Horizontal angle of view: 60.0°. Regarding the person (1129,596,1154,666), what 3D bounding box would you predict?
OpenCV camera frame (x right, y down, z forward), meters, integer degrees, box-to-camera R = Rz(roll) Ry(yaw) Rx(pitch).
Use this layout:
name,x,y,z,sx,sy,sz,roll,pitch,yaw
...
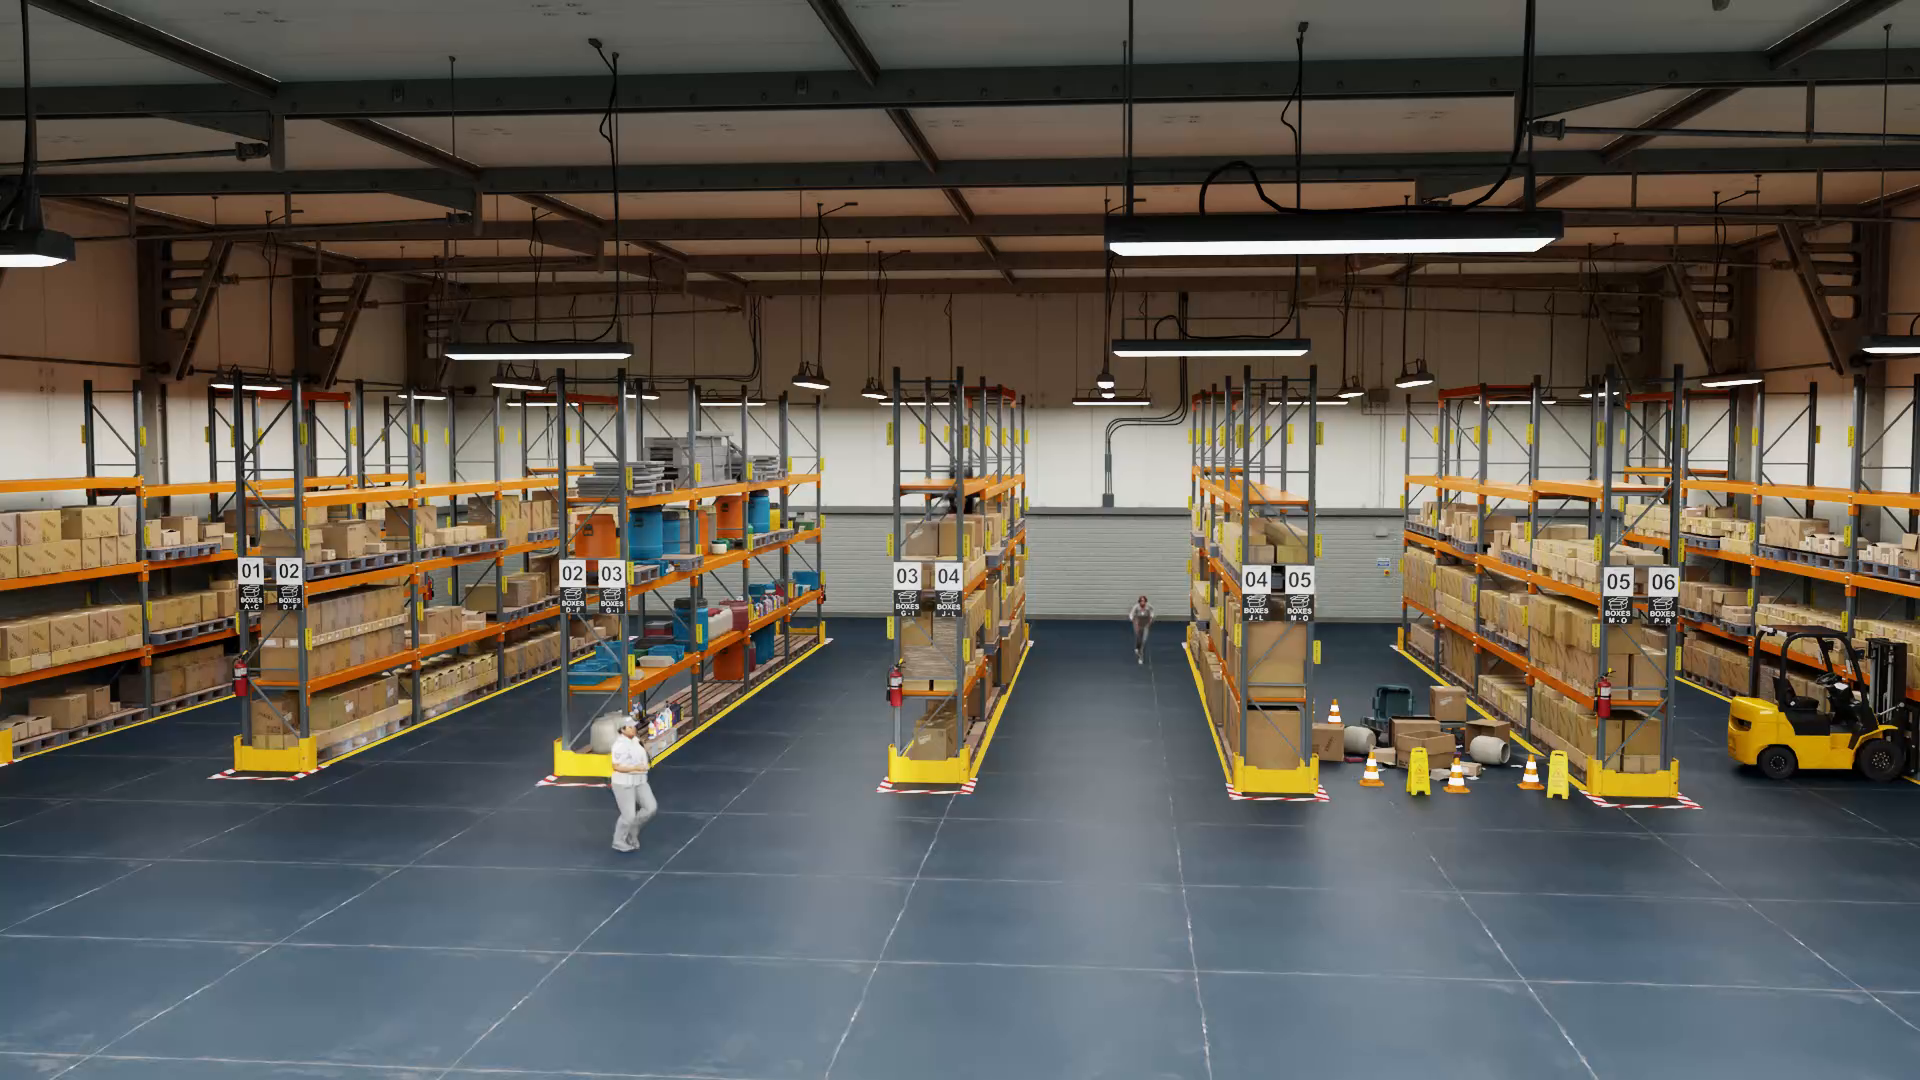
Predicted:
name,x,y,z,sx,sy,sz,roll,pitch,yaw
person,4.002,1.972,36.794,0.559,1.559,0.883,0,4,-5

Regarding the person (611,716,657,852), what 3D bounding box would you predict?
name,x,y,z,sx,sy,sz,roll,pitch,yaw
person,-3.916,2.940,19.988,0.590,1.647,0.589,2,4,27
